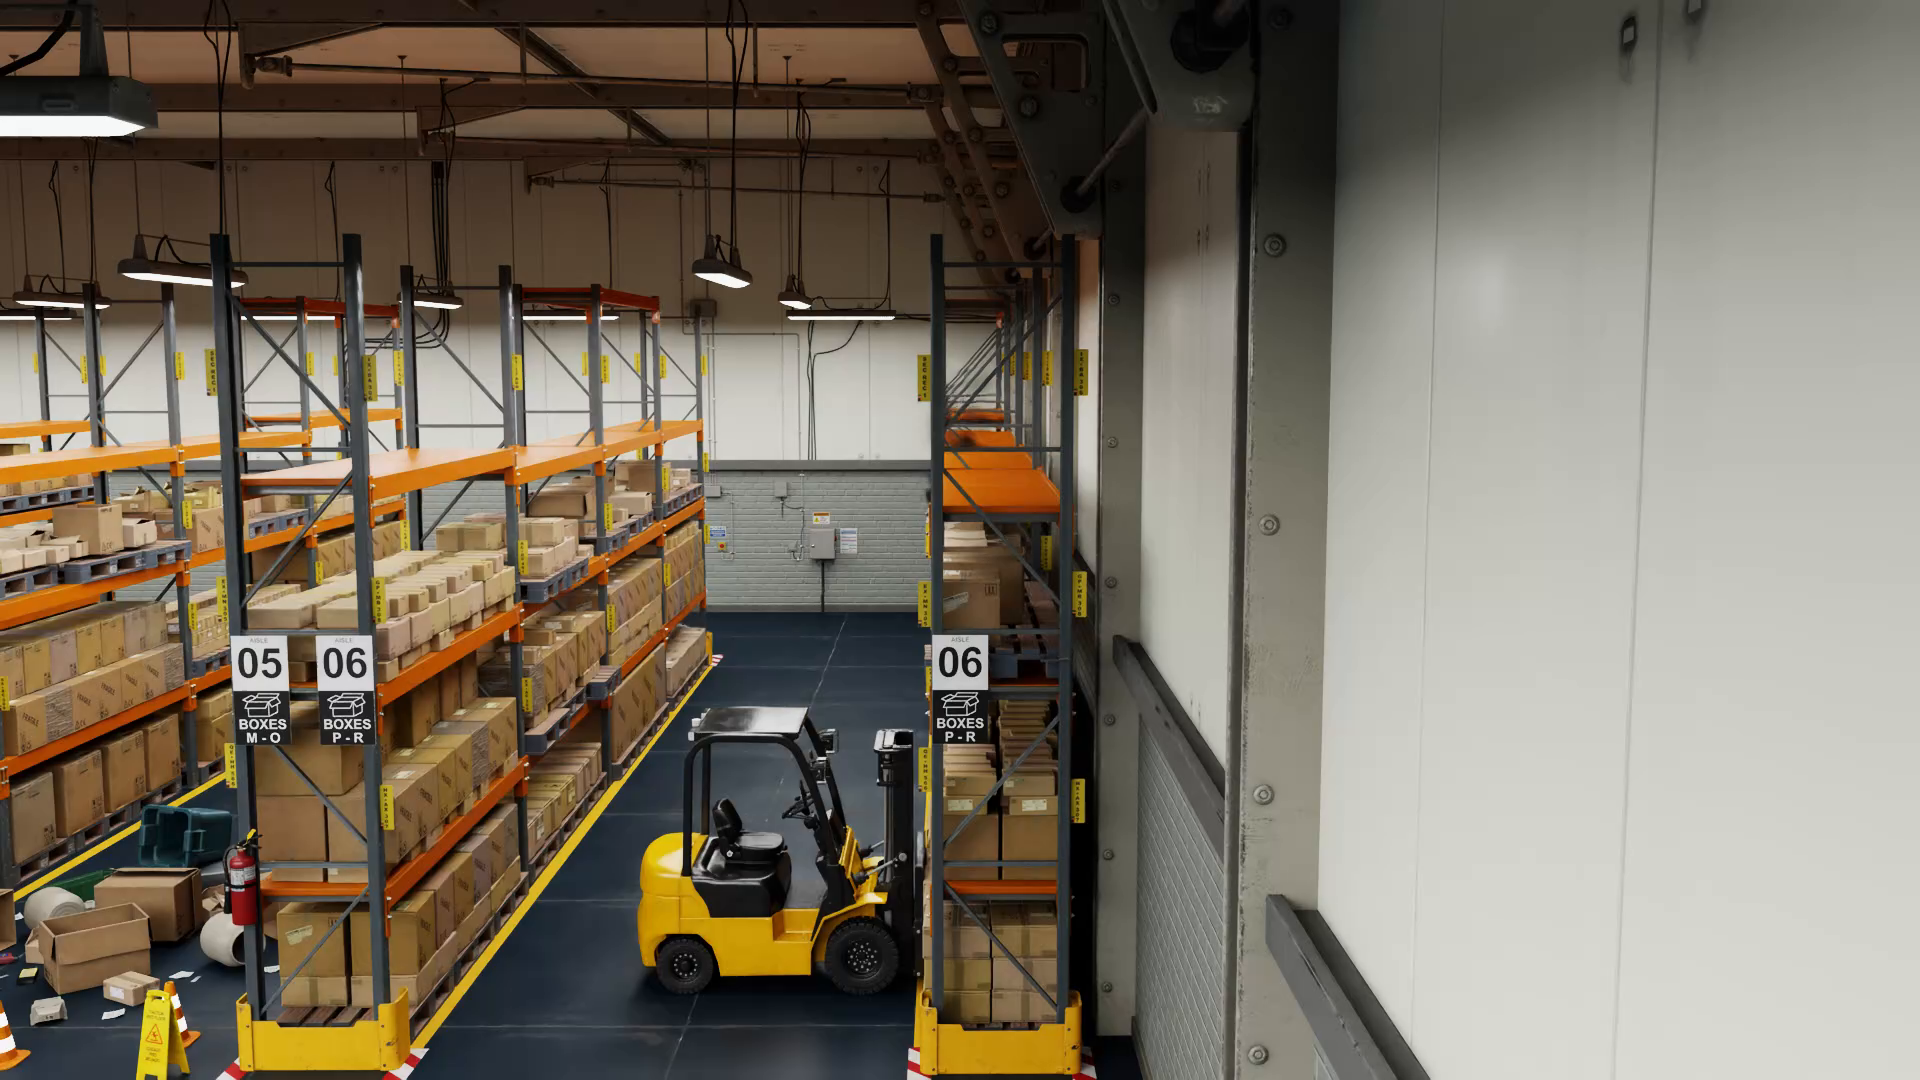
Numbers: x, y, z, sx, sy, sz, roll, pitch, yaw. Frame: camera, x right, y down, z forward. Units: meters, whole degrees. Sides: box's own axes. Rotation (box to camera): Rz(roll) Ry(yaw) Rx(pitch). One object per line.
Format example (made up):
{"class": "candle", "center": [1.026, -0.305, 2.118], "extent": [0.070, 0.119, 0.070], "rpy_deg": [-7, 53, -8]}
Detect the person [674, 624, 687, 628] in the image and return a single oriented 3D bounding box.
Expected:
{"class": "person", "center": [-4.933, 1.188, 29.161], "extent": [0.595, 1.552, 0.527], "rpy_deg": [-2, 7, -16]}
